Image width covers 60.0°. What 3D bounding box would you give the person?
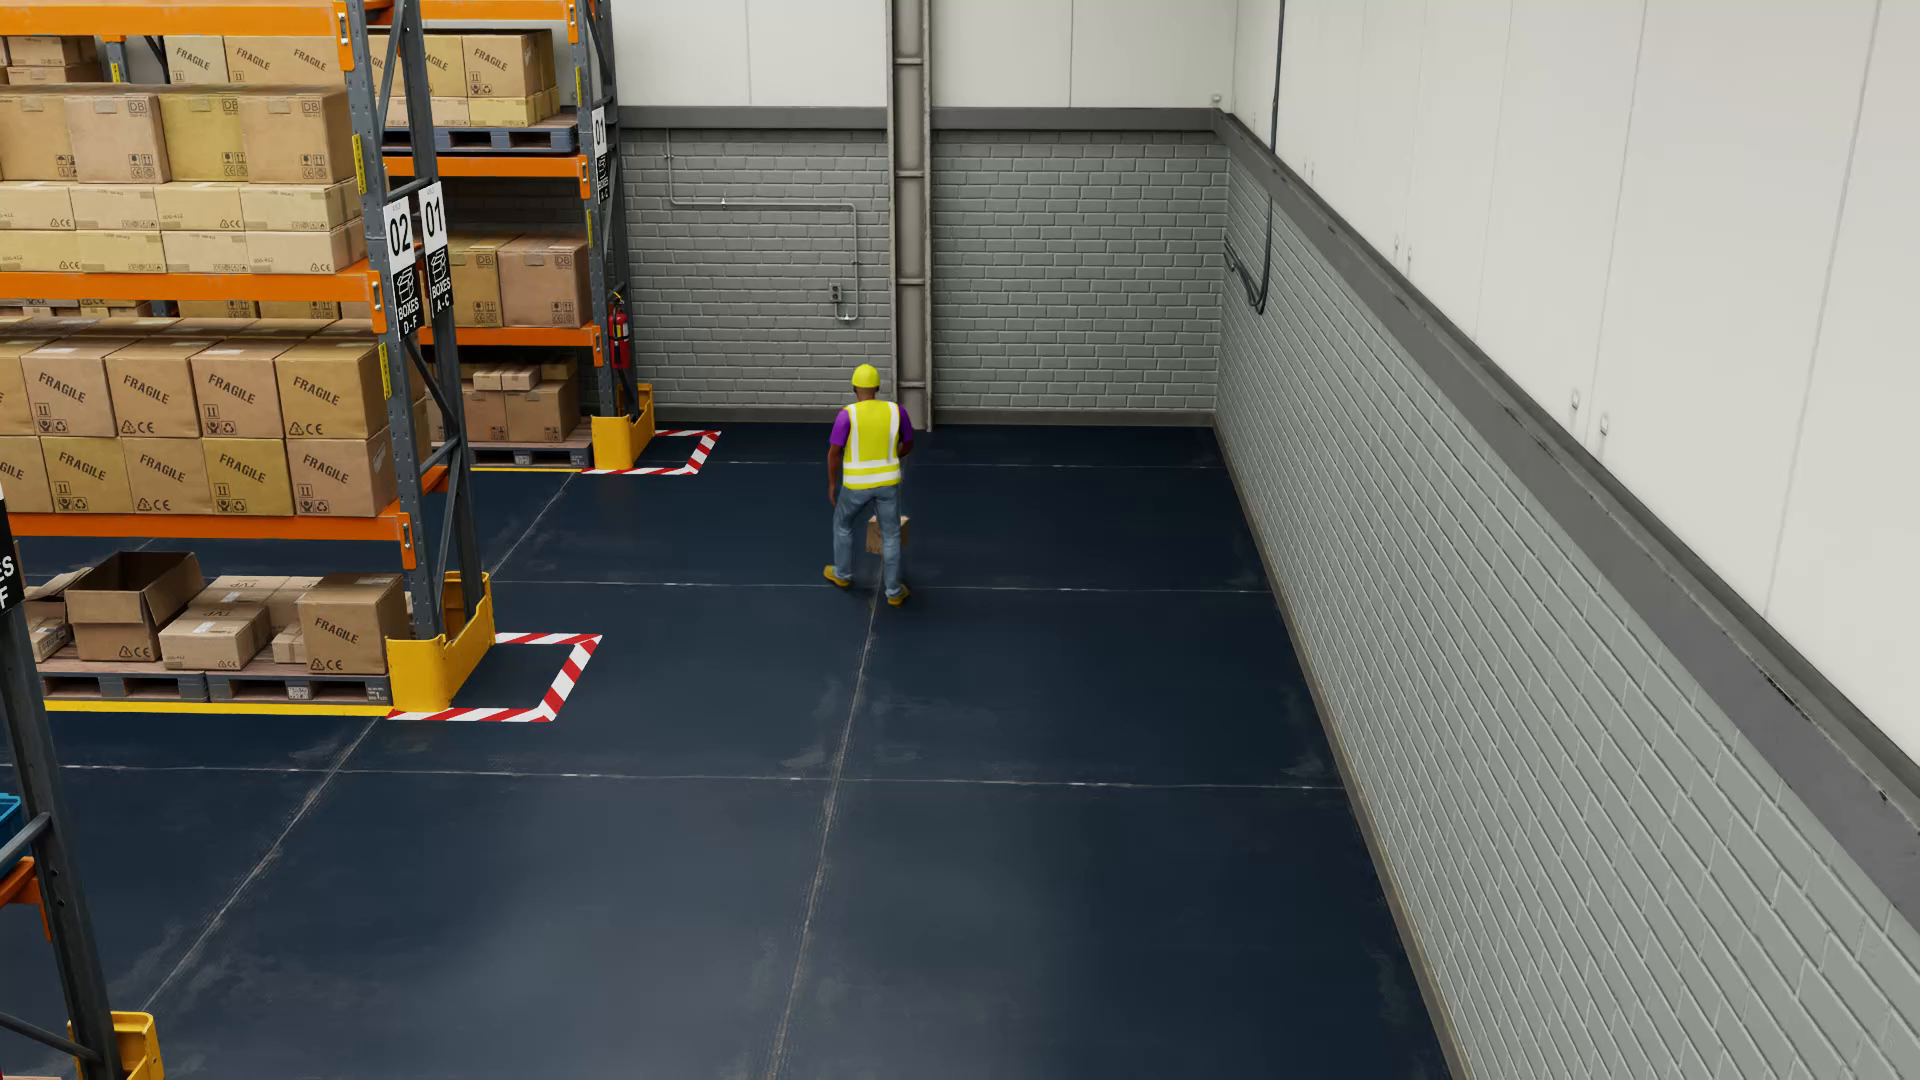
[{"bbox_3d":[-0.655,-0.429,12.221,0.670,1.724,0.735,-5,21,-13],"label":"person"}]
